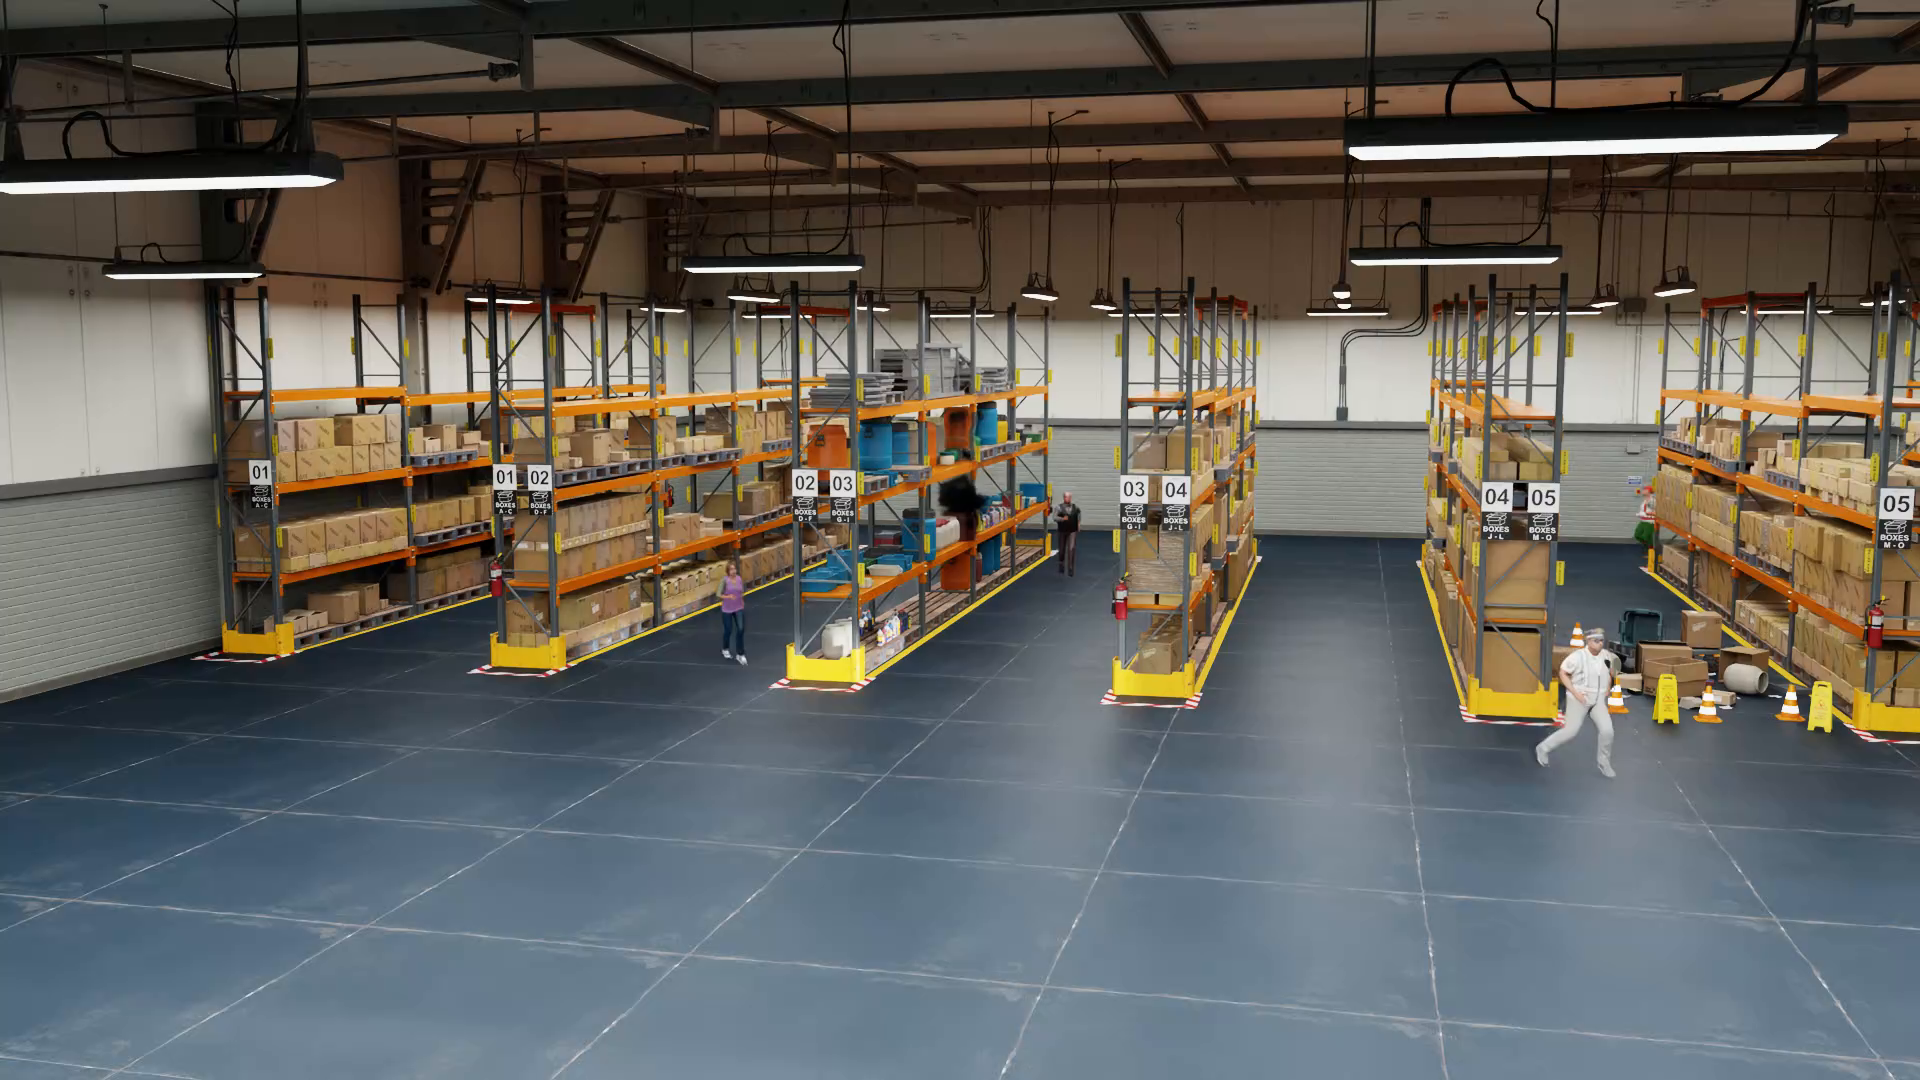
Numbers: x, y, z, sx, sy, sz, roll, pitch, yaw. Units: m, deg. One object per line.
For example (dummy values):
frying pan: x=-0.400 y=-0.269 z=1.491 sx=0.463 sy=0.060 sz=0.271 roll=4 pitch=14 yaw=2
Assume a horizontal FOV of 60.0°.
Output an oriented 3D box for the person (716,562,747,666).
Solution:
person: x=-3.657 y=1.154 z=26.548 sx=0.531 sy=1.630 sz=0.751 roll=-3 pitch=7 yaw=-24

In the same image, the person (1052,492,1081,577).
person: x=2.258 y=-0.143 z=35.115 sx=0.645 sy=1.749 sz=0.910 roll=0 pitch=7 yaw=-4

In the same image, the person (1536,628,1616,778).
person: x=7.379 y=1.908 z=19.699 sx=0.897 sy=1.788 sz=0.736 roll=-2 pitch=7 yaw=-19

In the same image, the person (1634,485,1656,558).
person: x=16.355 y=-0.431 z=39.686 sx=0.595 sy=1.748 sz=0.633 roll=0 pitch=7 yaw=-2
